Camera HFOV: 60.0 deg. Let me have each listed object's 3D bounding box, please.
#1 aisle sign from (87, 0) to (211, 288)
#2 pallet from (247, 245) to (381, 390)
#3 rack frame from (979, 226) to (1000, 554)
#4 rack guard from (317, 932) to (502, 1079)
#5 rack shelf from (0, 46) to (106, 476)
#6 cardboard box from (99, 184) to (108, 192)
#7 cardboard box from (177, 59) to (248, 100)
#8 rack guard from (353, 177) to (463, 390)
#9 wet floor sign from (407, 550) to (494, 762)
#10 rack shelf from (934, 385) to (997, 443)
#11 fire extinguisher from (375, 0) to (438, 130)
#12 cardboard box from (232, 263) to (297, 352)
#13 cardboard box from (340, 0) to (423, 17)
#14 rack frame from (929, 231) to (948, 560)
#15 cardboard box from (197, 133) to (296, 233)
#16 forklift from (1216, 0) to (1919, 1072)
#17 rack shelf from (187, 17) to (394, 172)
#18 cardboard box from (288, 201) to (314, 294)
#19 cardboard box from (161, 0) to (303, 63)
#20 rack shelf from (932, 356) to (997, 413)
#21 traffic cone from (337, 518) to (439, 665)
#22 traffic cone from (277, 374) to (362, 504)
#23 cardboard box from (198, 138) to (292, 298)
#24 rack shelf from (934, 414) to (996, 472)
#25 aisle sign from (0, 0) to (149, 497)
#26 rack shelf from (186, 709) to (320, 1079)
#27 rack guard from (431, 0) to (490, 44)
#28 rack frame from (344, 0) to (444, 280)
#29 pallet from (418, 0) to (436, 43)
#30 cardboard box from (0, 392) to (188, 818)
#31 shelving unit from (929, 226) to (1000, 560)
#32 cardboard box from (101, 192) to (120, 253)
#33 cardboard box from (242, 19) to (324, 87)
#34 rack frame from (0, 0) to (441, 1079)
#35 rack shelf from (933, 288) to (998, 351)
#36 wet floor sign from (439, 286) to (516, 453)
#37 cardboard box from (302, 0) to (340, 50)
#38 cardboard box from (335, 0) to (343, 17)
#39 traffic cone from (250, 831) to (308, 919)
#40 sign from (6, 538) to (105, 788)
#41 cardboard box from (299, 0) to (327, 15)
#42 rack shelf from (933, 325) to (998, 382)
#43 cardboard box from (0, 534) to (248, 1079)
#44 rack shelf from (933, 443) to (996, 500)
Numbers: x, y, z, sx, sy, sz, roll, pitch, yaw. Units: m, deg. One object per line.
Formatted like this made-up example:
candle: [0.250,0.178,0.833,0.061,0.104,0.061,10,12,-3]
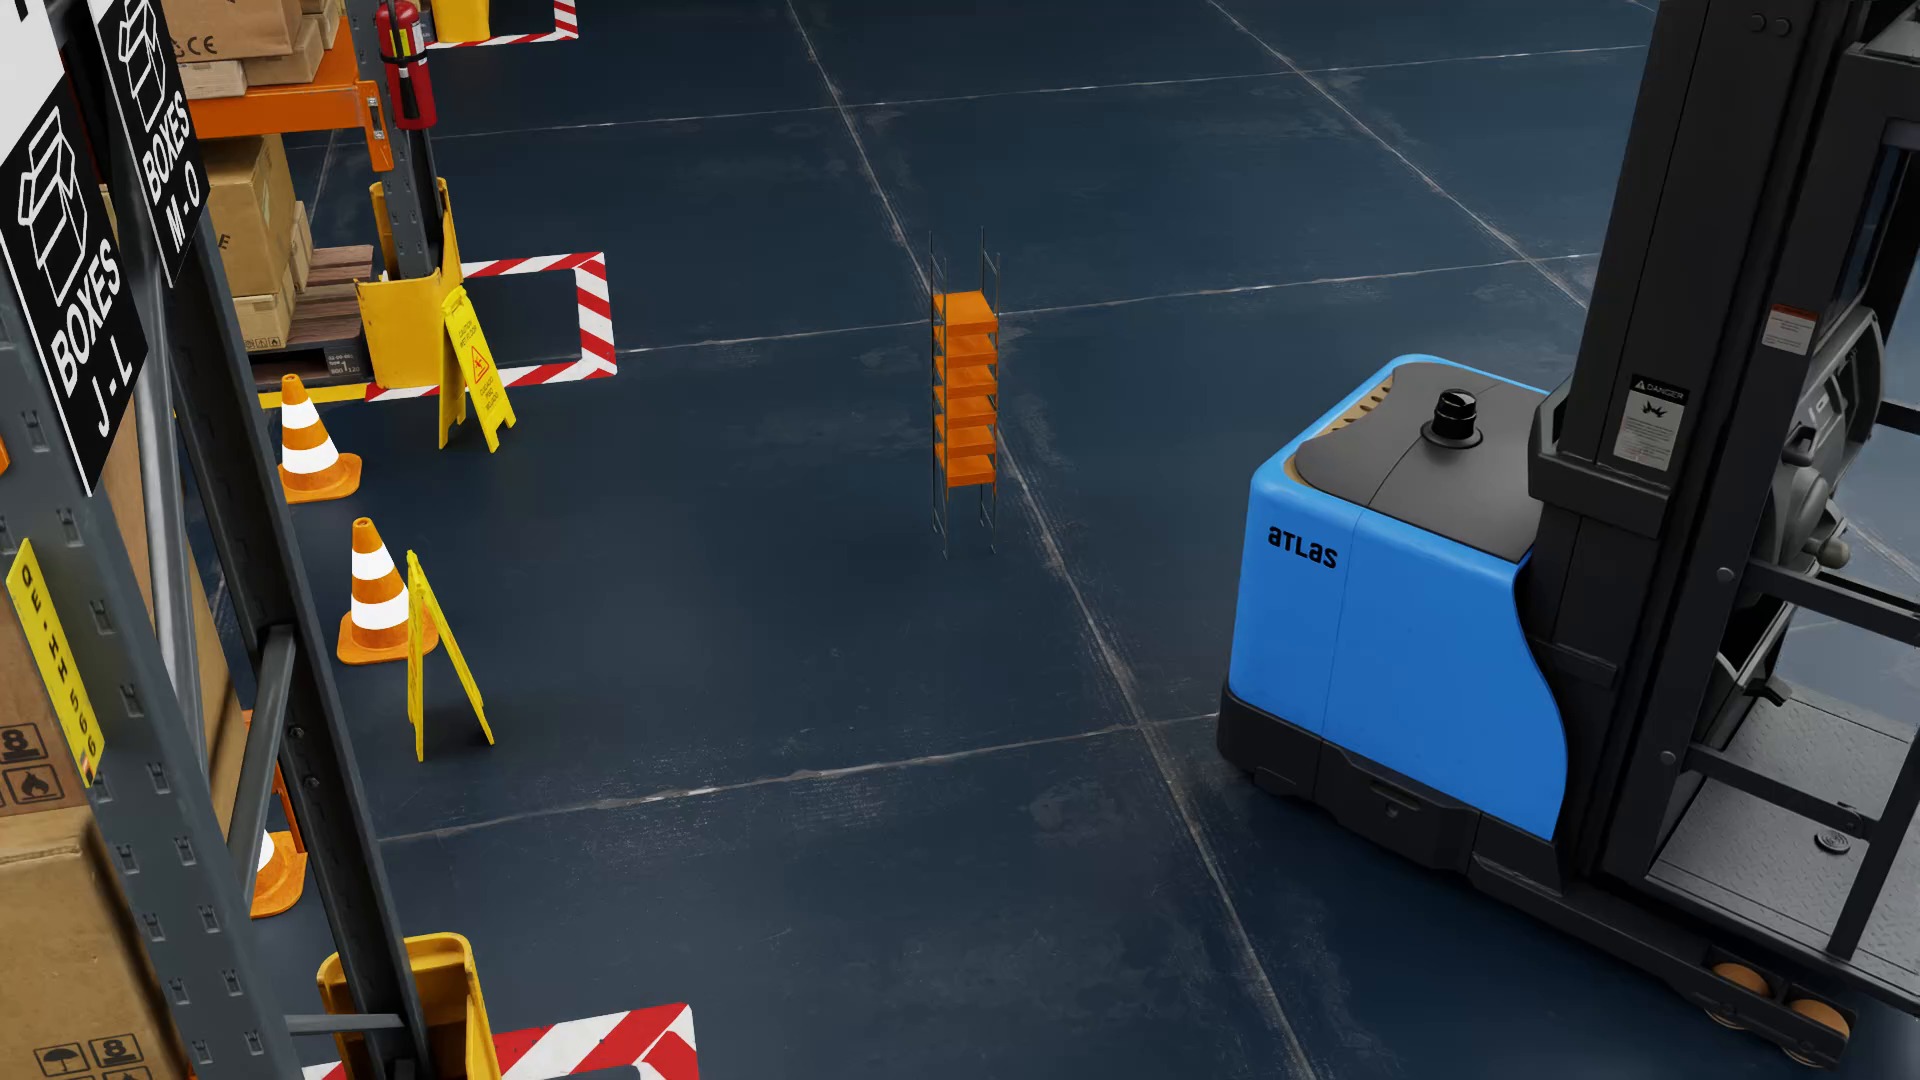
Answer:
aisle sign: [-1.227,-0.812,2.436,0.004,0.787,0.394,-7,35,-11]
pallet: [-3.295,-0.991,7.538,1.213,0.211,1.003,-7,35,-11]
rack frame: [0.103,-0.511,5.935,0.006,1.200,0.240,-7,35,-11]
rack guard: [-1.206,1.474,3.605,0.348,0.500,1.175,-7,35,-11]
rack shelf: [-3.181,-0.262,1.902,4.000,0.370,1.077,-7,35,-11]
cardboard box: [-3.487,-1.531,6.675,0.250,0.149,0.380,-6,34,-9]
cardboard box: [-2.961,-1.881,6.587,0.250,0.149,0.380,-8,35,-11]
rack guard: [-2.495,-1.192,7.577,0.348,0.500,1.175,-7,35,-11]
wet floor sign: [-1.638,0.337,5.169,0.232,0.644,0.267,-13,36,-19]
rack shelf: [0.014,-0.463,5.943,0.180,0.103,0.258,-7,35,-11]
fire extinguisher: [-2.207,-1.971,6.564,0.183,0.674,0.296,-7,35,-11]
cardboard box: [-3.173,-1.023,7.173,0.500,0.250,0.500,-7,35,-11]
cardboard box: [-3.908,-3.739,11.221,0.500,0.250,0.500,-7,34,-10]
rack frame: [-0.075,-0.489,5.902,0.006,1.200,0.240,-7,35,-11]
cardboard box: [-3.291,-1.631,7.406,0.500,0.500,0.500,-8,35,-12]
forklift: [2.265,-0.210,3.933,3.031,2.935,1.130,24,41,31]
rack shelf: [-4.371,-1.694,6.729,4.000,0.370,1.077,-7,35,-11]
cardboard box: [-3.268,-1.323,7.620,0.500,0.250,0.500,-7,35,-11]
cardboard box: [-2.889,-2.188,6.461,0.500,0.500,0.500,-8,35,-11]
rack shelf: [0.014,-0.563,5.876,0.180,0.103,0.258,-7,35,-11]
traffic cone: [-1.979,0.130,5.641,0.334,0.463,0.336,-7,35,-11]
traffic cone: [-2.555,-0.432,6.478,0.334,0.463,0.336,-7,35,-11]
cardboard box: [-3.144,-1.343,6.977,0.500,0.500,0.500,-7,34,-10]
rack shelf: [0.014,-0.363,6.010,0.180,0.103,0.258,-7,35,-11]
aisle sign: [-1.094,-0.486,1.950,0.004,0.787,0.394,-7,35,-11]
rack shelf: [-3.181,0.983,2.738,4.000,0.370,1.077,-7,35,-11]
rack guard: [-3.496,-3.901,11.615,0.348,0.500,1.175,-7,35,-11]
rack frame: [-2.420,-2.239,6.895,0.127,3.000,1.000,-7,35,-11]
pallet: [-4.256,-3.662,11.517,1.213,0.211,1.003,-7,35,-11]
cardboard box: [-1.600,-0.047,2.525,0.550,0.550,0.875,-7,35,-11]
shelving unit: [0.014,-0.500,5.918,0.189,1.200,0.258,-7,35,-11]
cardboard box: [-3.653,-1.277,6.879,0.500,0.500,0.500,-6,34,-9]
cardboard box: [-2.738,-1.973,6.723,0.250,0.149,0.380,-6,34,-9]
rack frame: [-1.229,0.441,2.901,0.053,2.616,0.949,-7,35,-11]
rack shelf: [0.014,-0.762,5.742,0.180,0.103,0.258,-7,35,-11]
wet floor sign: [-1.999,-0.703,6.719,0.232,0.644,0.267,4,34,6]
cardboard box: [-2.797,-2.205,7.070,0.250,0.149,0.380,-7,35,-10]
cardboard box: [-4.395,-3.684,11.138,0.500,0.250,0.500,-7,35,-11]
traffic cone: [-2.061,0.786,4.664,0.334,0.463,0.336,-7,35,-11]
sign: [-1.124,0.156,2.073,0.005,0.325,0.100,-7,35,-11]
cardboard box: [-2.944,-2.497,6.922,0.500,0.500,0.500,-8,35,-11]
rack shelf: [0.014,-0.662,5.809,0.180,0.103,0.258,-7,35,-11]
cardboard box: [-1.582,0.447,2.758,0.550,0.550,0.875,-7,35,-11]
rack shelf: [0.014,-0.264,6.077,0.180,0.103,0.258,-7,35,-11]
